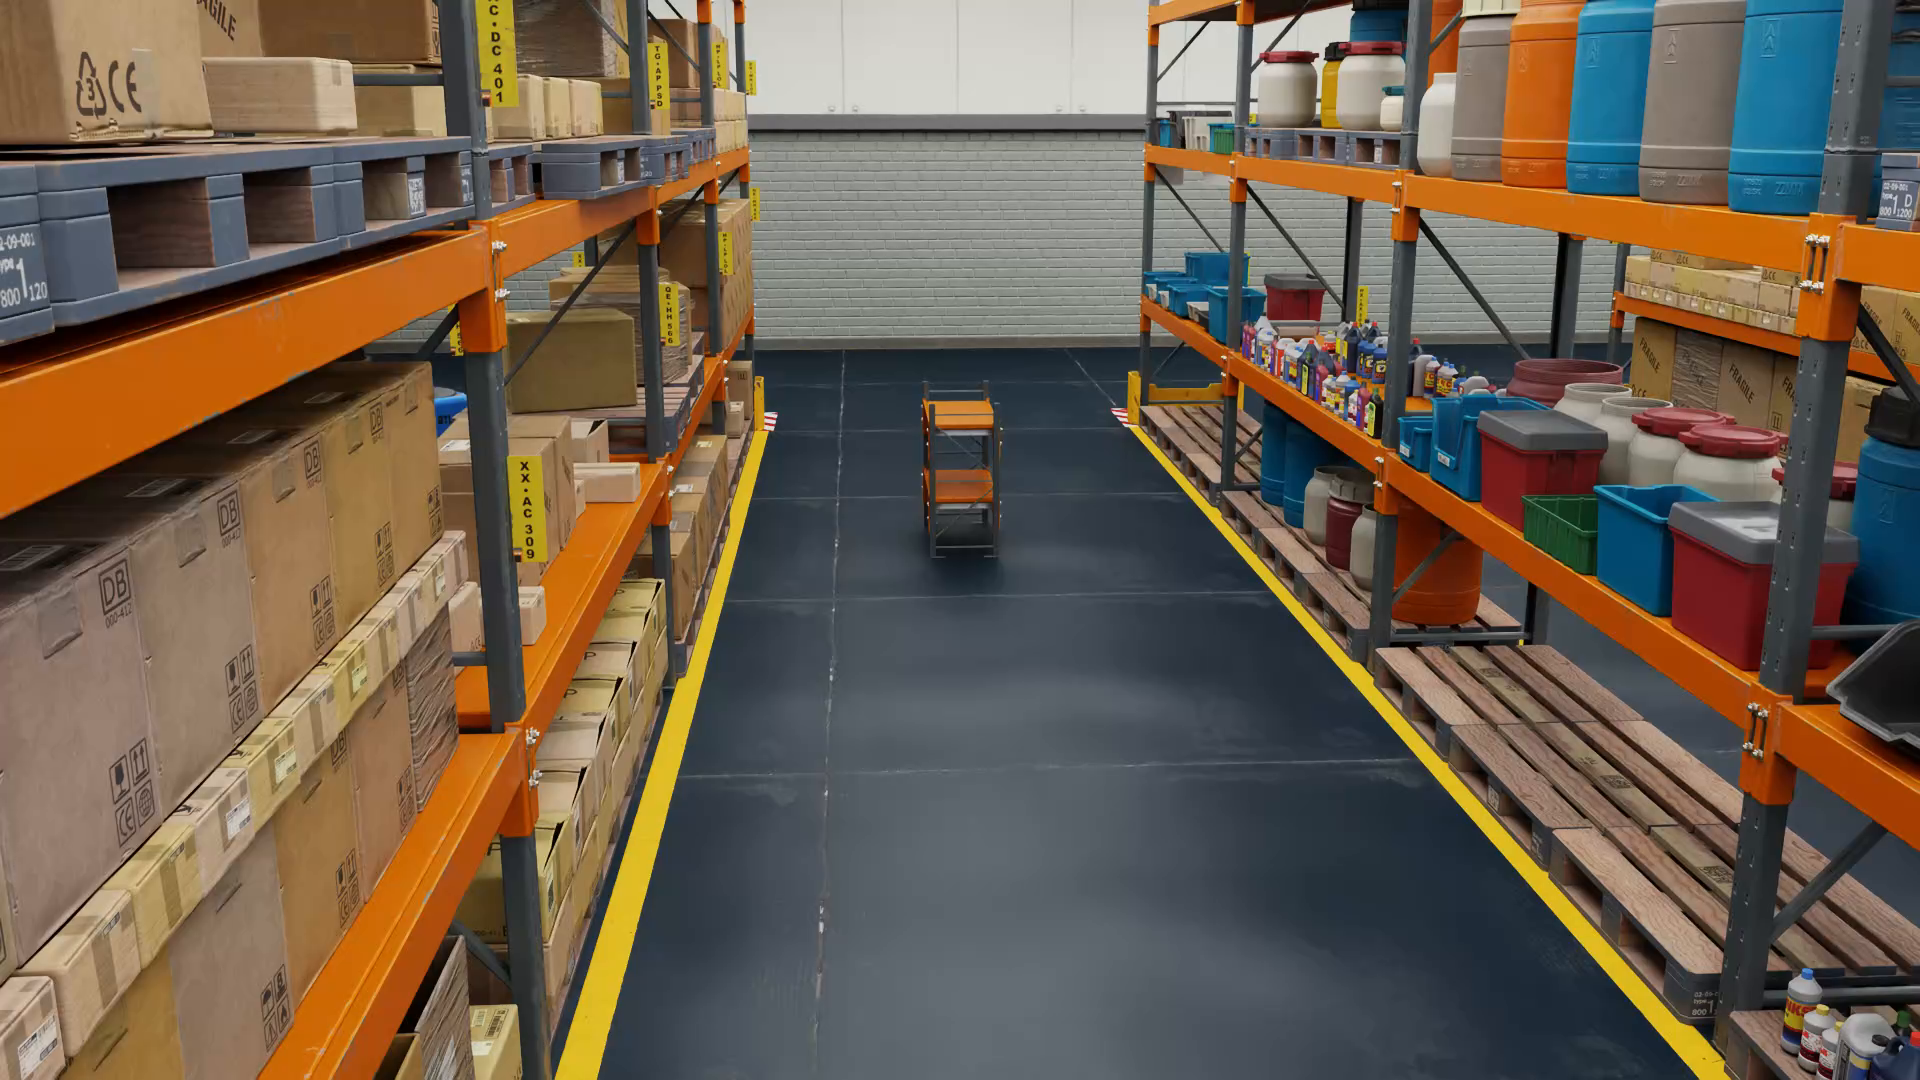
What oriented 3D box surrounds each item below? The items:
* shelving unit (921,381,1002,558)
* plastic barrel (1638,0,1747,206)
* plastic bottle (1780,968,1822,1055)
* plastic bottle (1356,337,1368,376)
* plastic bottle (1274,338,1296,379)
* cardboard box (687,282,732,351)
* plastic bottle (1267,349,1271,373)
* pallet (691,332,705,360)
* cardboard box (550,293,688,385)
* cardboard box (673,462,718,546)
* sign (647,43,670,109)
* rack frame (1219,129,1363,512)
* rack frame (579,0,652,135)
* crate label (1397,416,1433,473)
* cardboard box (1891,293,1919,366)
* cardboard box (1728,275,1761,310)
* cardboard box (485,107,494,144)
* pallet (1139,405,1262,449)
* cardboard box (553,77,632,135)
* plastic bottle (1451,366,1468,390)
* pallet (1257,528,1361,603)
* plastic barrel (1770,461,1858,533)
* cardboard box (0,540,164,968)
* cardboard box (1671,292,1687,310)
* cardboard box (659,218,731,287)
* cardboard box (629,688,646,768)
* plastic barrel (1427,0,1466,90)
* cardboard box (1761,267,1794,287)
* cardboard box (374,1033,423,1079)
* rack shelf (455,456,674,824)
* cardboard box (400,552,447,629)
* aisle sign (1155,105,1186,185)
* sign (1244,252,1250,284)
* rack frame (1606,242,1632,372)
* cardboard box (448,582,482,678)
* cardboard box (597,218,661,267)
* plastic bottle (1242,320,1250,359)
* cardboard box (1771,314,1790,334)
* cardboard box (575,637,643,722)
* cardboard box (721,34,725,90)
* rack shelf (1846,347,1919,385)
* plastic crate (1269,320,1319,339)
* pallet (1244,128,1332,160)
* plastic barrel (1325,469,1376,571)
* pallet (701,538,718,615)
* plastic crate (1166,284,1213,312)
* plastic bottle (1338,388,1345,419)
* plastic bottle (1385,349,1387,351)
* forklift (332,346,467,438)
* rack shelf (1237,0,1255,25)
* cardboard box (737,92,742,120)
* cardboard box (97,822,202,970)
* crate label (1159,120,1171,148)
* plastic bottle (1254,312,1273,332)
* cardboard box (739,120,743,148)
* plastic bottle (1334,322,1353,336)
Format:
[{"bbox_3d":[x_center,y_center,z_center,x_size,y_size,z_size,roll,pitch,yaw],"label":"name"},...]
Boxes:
[{"bbox_3d":[0.000,-0.546,12.393,0.538,1.125,1.048,-1,14,-3],"label":"shelving unit"},{"bbox_3d":[2.810,-1.682,6.017,0.600,0.901,0.600,0,14,0],"label":"plastic barrel"},{"bbox_3d":[2.681,1.494,5.293,0.097,0.271,0.097,0,14,0],"label":"plastic bottle"},{"bbox_3d":[2.881,-1.312,11.864,0.097,0.271,0.097,0,14,0],"label":"plastic bottle"},{"bbox_3d":[2.309,-1.279,11.725,0.152,0.276,0.135,-1,14,-3],"label":"plastic bottle"},{"bbox_3d":[-2.100,-1.794,13.278,0.500,0.500,0.500,-1,14,-2],"label":"cardboard box"},{"bbox_3d":[2.266,-1.304,11.974,0.097,0.201,0.097,0,14,0],"label":"plastic bottle"},{"bbox_3d":[-2.400,-1.321,12.027,1.003,0.211,1.213,-1,14,-3],"label":"pallet"},{"bbox_3d":[-2.110,-1.257,10.348,0.700,0.500,0.500,2,15,7],"label":"cardboard box"},{"bbox_3d":[-1.971,-0.251,11.615,0.500,0.500,0.500,-1,14,-3],"label":"cardboard box"},{"bbox_3d":[-1.538,-2.368,8.493,0.100,0.325,0.005,-1,14,-3],"label":"sign"},{"bbox_3d":[2.603,-1.690,13.075,1.000,3.000,0.127,-1,14,-3],"label":"rack frame"},{"bbox_3d":[-2.093,-3.525,8.168,1.000,3.000,0.127,-1,14,-3],"label":"rack frame"},{"bbox_3d":[2.503,-0.504,8.800,0.303,0.233,0.416,-1,14,-3],"label":"crate label"},{"bbox_3d":[7.358,-1.572,12.414,0.500,0.500,0.500,-1,14,-3],"label":"cardboard box"},{"bbox_3d":[7.191,-2.199,14.758,0.500,0.250,0.500,-1,14,-2],"label":"cardboard box"},{"bbox_3d":[-1.910,-1.498,5.768,0.500,0.250,0.500,-2,15,-9],"label":"cardboard box"},{"bbox_3d":[2.368,-1.129,16.490,1.003,0.211,1.213,-1,14,-3],"label":"pallet"},{"bbox_3d":[-2.153,-2.229,8.949,0.910,0.500,0.500,-1,14,-3],"label":"cardboard box"},{"bbox_3d":[3.141,-0.958,10.464,0.061,0.283,0.133,-1,14,-3],"label":"plastic bottle"},{"bbox_3d":[2.688,0.157,11.492,1.003,0.211,1.213,-1,14,-3],"label":"pallet"},{"bbox_3d":[3.259,-0.008,6.263,0.433,0.535,0.433,0,14,0],"label":"plastic barrel"},{"bbox_3d":[-1.687,0.308,2.507,0.700,0.500,0.500,-1,14,-3],"label":"cardboard box"},{"bbox_3d":[7.057,-2.291,15.914,0.380,0.149,0.250,-1,14,-5],"label":"cardboard box"},{"bbox_3d":[-2.089,-2.269,13.117,0.500,0.500,0.500,-1,14,-2],"label":"cardboard box"},{"bbox_3d":[-1.753,0.889,7.727,0.500,0.250,0.500,-1,14,-2],"label":"cardboard box"},{"bbox_3d":[2.819,-2.701,9.278,0.600,0.830,0.708,-1,14,-3],"label":"plastic barrel"},{"bbox_3d":[7.225,-2.436,14.173,0.500,0.500,0.500,-1,14,-3],"label":"cardboard box"},{"bbox_3d":[-1.544,1.501,3.844,0.500,0.500,0.500,-1,14,-3],"label":"cardboard box"},{"bbox_3d":[-1.969,0.226,7.072,1.077,0.370,4.000,-1,14,-3],"label":"rack shelf"},{"bbox_3d":[-1.601,0.138,4.466,0.380,0.149,0.250,-1,14,-5],"label":"cardboard box"},{"bbox_3d":[2.055,-3.957,16.669,0.394,0.787,0.004,-1,14,-3],"label":"aisle sign"},{"bbox_3d":[2.904,-2.776,16.970,0.100,0.325,0.005,-1,14,-3],"label":"sign"},{"bbox_3d":[7.299,-2.761,17.239,1.000,3.000,0.127,-1,14,-3],"label":"rack frame"},{"bbox_3d":[-1.919,0.326,5.541,0.500,0.250,0.500,0,14,0],"label":"cardboard box"},{"bbox_3d":[-2.630,-2.269,13.118,0.500,0.500,0.500,-1,14,-3],"label":"cardboard box"},{"bbox_3d":[2.200,-1.536,12.710,0.061,0.283,0.133,-1,14,-3],"label":"plastic bottle"},{"bbox_3d":[7.169,-1.844,14.176,0.380,0.149,0.250,-1,14,-4],"label":"cardboard box"},{"bbox_3d":[-1.747,0.618,7.654,0.500,0.311,0.500,-1,14,-4],"label":"cardboard box"},{"bbox_3d":[-2.456,-4.219,14.676,0.700,0.500,0.500,-1,14,-3],"label":"cardboard box"},{"bbox_3d":[7.671,-0.921,11.529,1.077,0.370,4.000,-1,14,-3],"label":"rack shelf"},{"bbox_3d":[2.717,-1.709,13.559,0.396,0.136,0.243,-1,14,-3],"label":"plastic crate"},{"bbox_3d":[2.750,-2.858,11.973,1.213,0.211,1.003,-1,14,-3],"label":"pallet"},{"bbox_3d":[2.734,-0.133,11.020,0.600,0.588,0.708,-1,14,-3],"label":"plastic barrel"},{"bbox_3d":[-2.174,0.242,11.163,1.003,0.211,1.213,-1,14,-3],"label":"pallet"},{"bbox_3d":[2.124,-2.239,15.424,0.416,0.233,0.300,-1,14,-3],"label":"plastic crate"},{"bbox_3d":[2.379,-0.852,10.217,0.097,0.201,0.097,0,14,0],"label":"plastic bottle"},{"bbox_3d":[3.027,-1.230,11.534,0.152,0.276,0.135,-1,14,-3],"label":"plastic bottle"},{"bbox_3d":[-5.043,-1.295,11.676,1.130,2.935,3.031,14,20,43],"label":"forklift"},{"bbox_3d":[2.727,-3.556,10.534,1.077,0.370,4.000,-1,14,-3],"label":"rack shelf"},{"bbox_3d":[-2.271,-3.983,15.266,0.500,0.250,0.500,-1,14,-3],"label":"cardboard box"},{"bbox_3d":[-1.488,0.586,2.726,0.380,0.149,0.250,-1,14,-4],"label":"cardboard box"},{"bbox_3d":[2.090,-3.831,15.675,0.408,0.251,0.502,-1,14,-3],"label":"crate label"},{"bbox_3d":[2.304,-1.564,12.683,0.144,0.351,0.185,-1,14,-3],"label":"plastic bottle"},{"bbox_3d":[-2.273,-3.741,15.328,0.500,0.250,0.500,-1,14,-3],"label":"cardboard box"},{"bbox_3d":[2.950,-1.537,12.729,0.152,0.276,0.135,-1,14,-3],"label":"plastic bottle"}]
